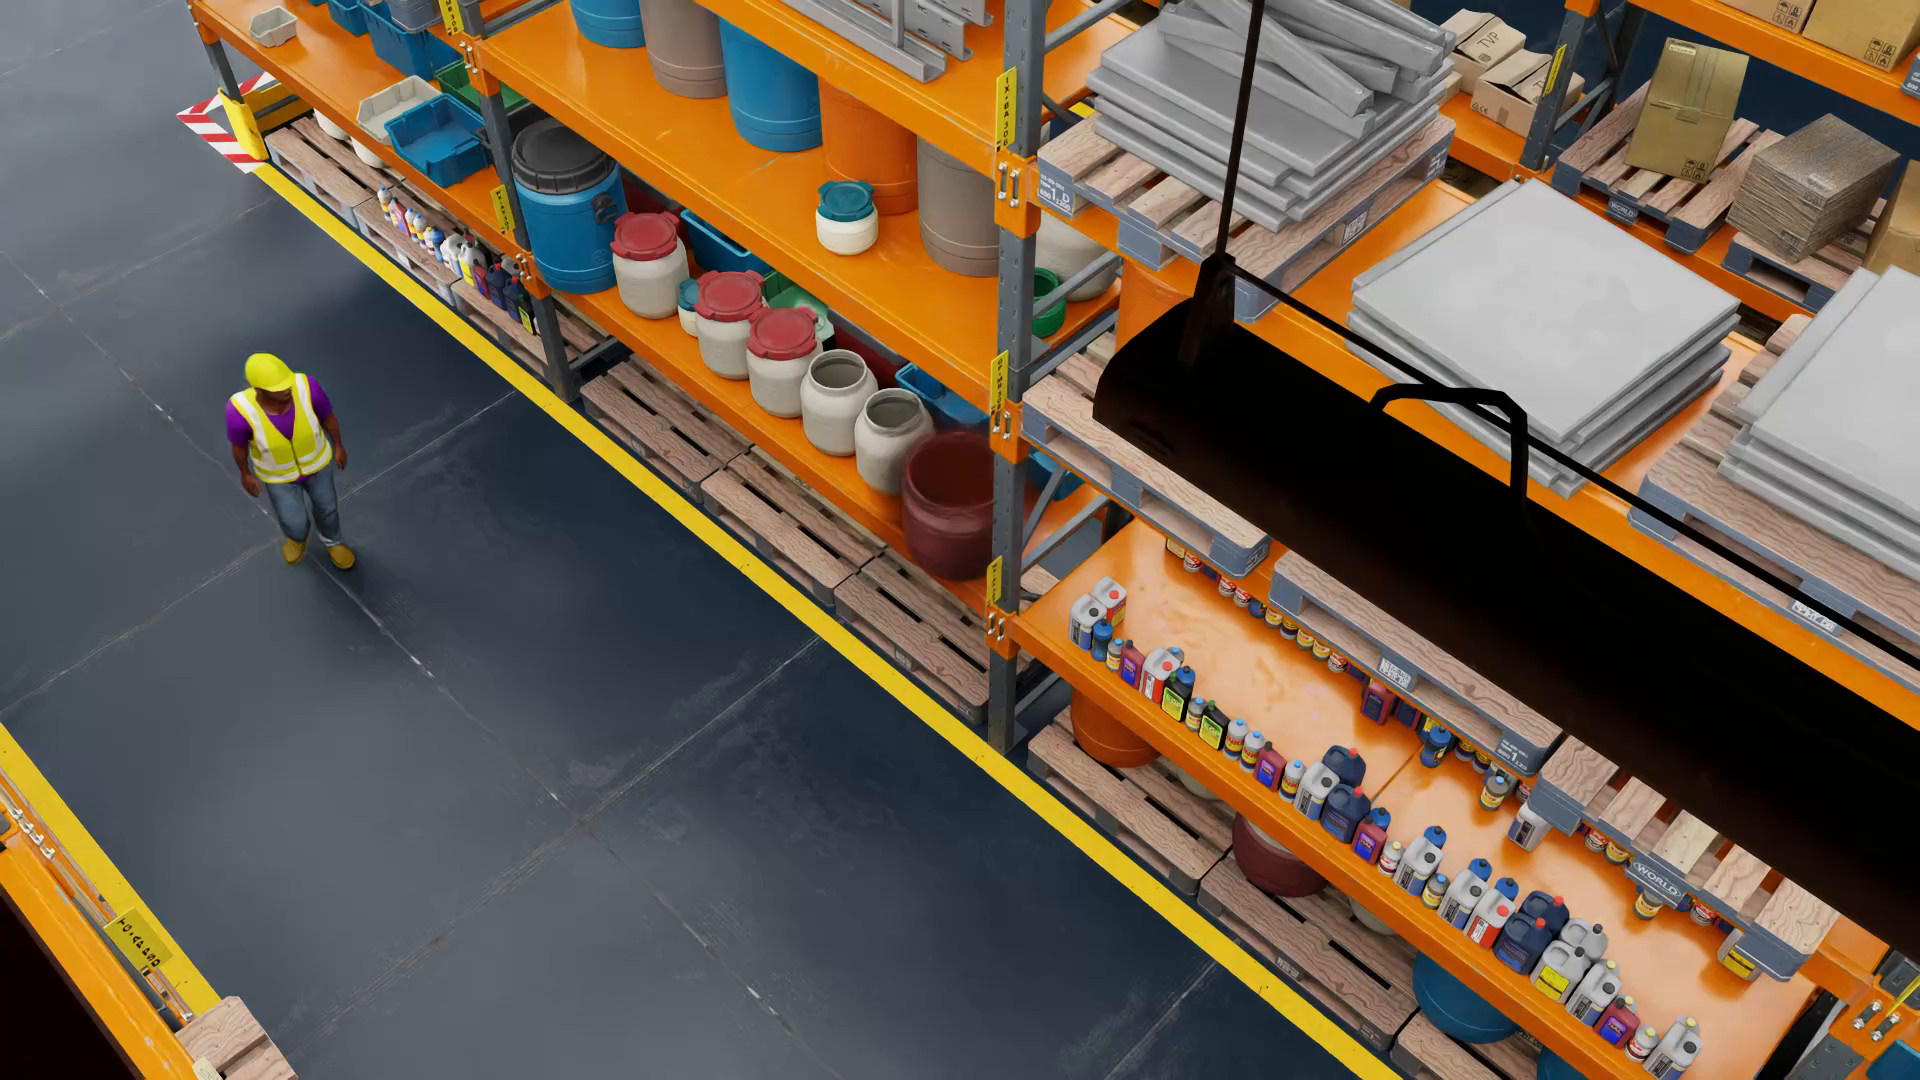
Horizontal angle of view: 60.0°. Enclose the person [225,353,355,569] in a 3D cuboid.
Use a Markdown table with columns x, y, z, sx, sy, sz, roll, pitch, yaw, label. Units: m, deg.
| x | y | z | sx | sy | sz | roll | pitch | yaw | label |
| --- | --- | --- | --- | --- | --- | --- | --- | --- | --- |
| -3.847 | -0.448 | 9.614 | 0.618 | 1.753 | 0.518 | -27 | 55 | -21 | person |
